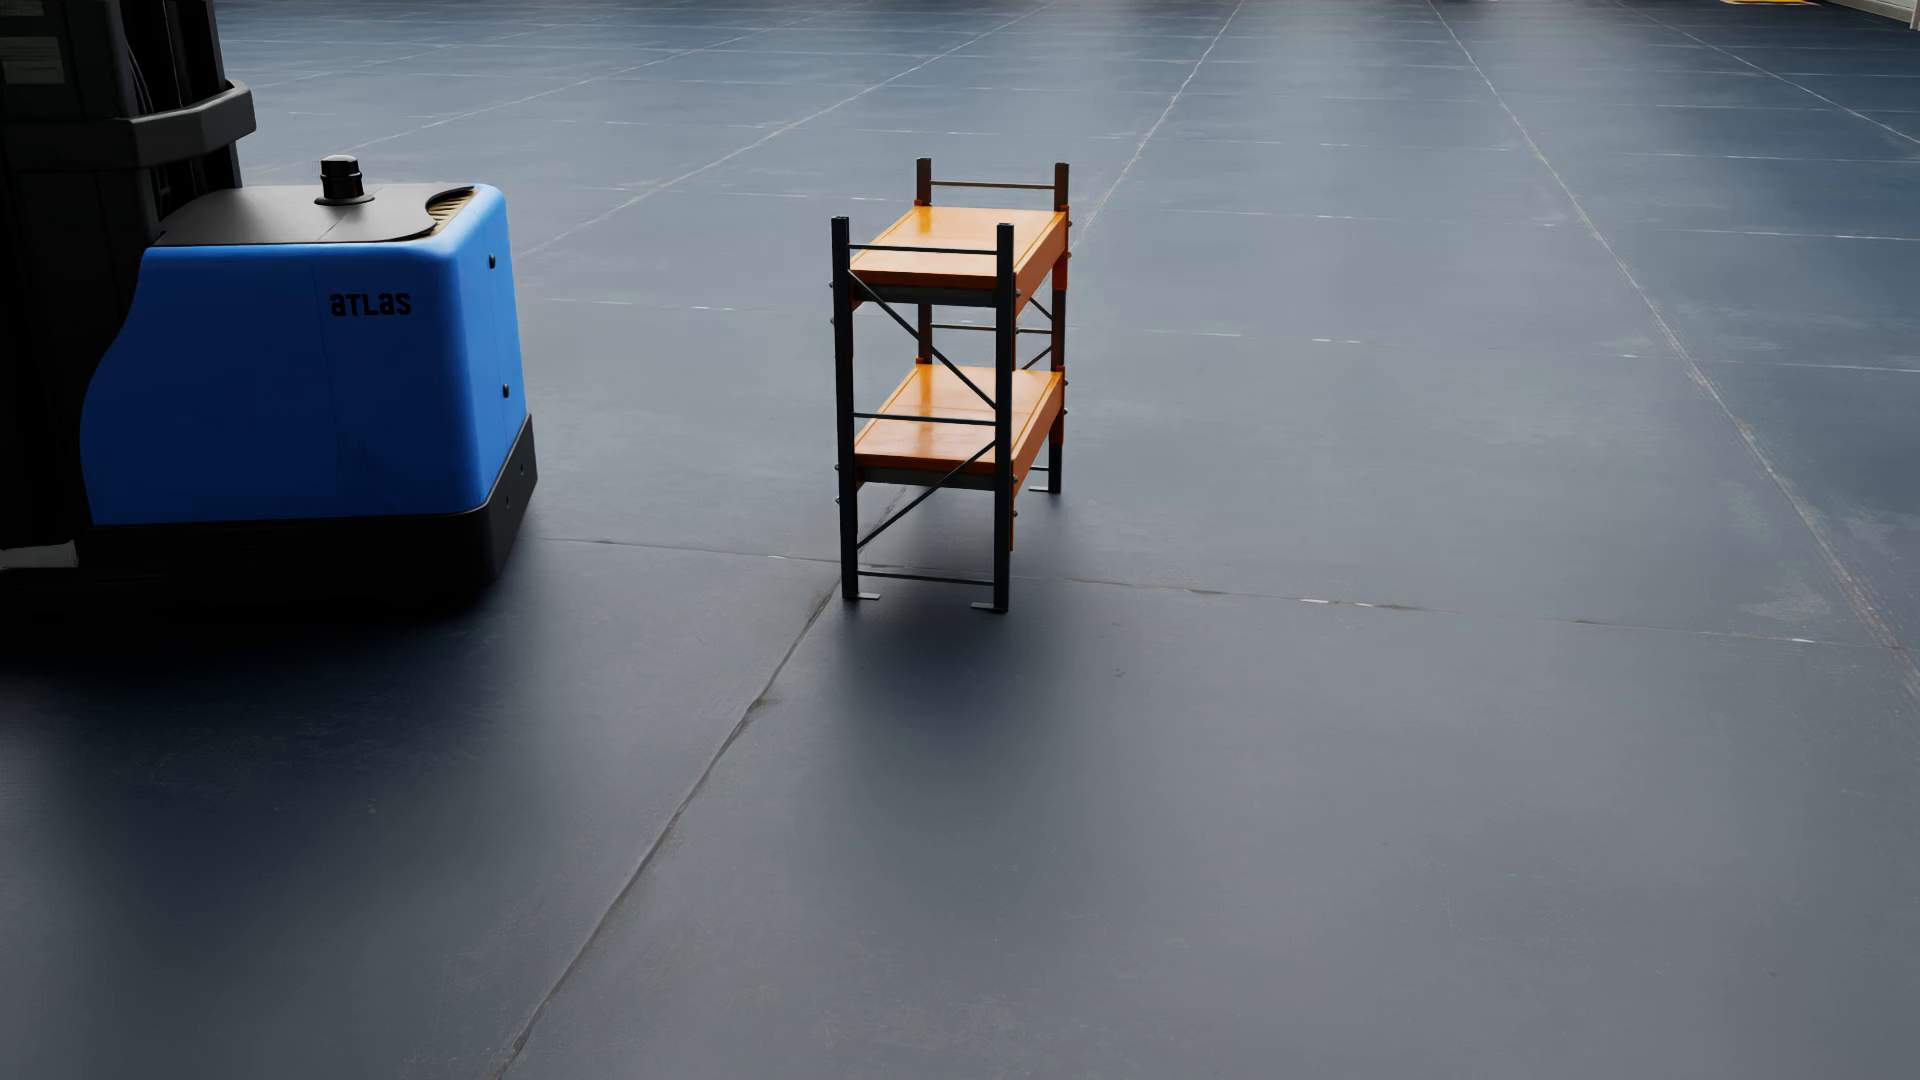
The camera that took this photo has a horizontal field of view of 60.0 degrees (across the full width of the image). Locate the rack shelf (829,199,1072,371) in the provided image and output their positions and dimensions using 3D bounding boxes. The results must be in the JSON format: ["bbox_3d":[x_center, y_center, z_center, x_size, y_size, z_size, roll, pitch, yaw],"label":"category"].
[{"bbox_3d":[0.001,-0.796,5.040,0.538,0.278,1.000,4,22,11],"label":"rack shelf"}]

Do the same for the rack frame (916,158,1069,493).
[{"bbox_3d":[0.105,-0.710,5.611,0.500,1.125,0.032,4,22,11],"label":"rack frame"}]

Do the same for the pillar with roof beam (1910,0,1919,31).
[{"bbox_3d":[8.856,-11.401,21.617,9.100,9.000,0.400,4,22,11],"label":"pillar with roof beam"}]

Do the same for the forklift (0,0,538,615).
[{"bbox_3d":[-2.907,-1.284,4.619,3.031,2.935,1.130,-2,22,-5],"label":"forklift"}]

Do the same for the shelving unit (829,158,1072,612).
[{"bbox_3d":[0.001,-0.524,5.150,0.538,1.125,1.048,4,22,11],"label":"shelving unit"}]

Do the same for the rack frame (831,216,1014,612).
[{"bbox_3d":[-0.102,-0.338,4.688,0.500,1.125,0.032,4,22,11],"label":"rack frame"}]

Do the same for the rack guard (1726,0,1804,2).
[{"bbox_3d":[13.266,-9.130,27.355,1.175,0.500,0.348,4,22,11],"label":"rack guard"}]

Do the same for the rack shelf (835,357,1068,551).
[{"bbox_3d":[0.001,-0.297,5.241,0.538,0.278,1.000,4,22,11],"label":"rack shelf"}]
